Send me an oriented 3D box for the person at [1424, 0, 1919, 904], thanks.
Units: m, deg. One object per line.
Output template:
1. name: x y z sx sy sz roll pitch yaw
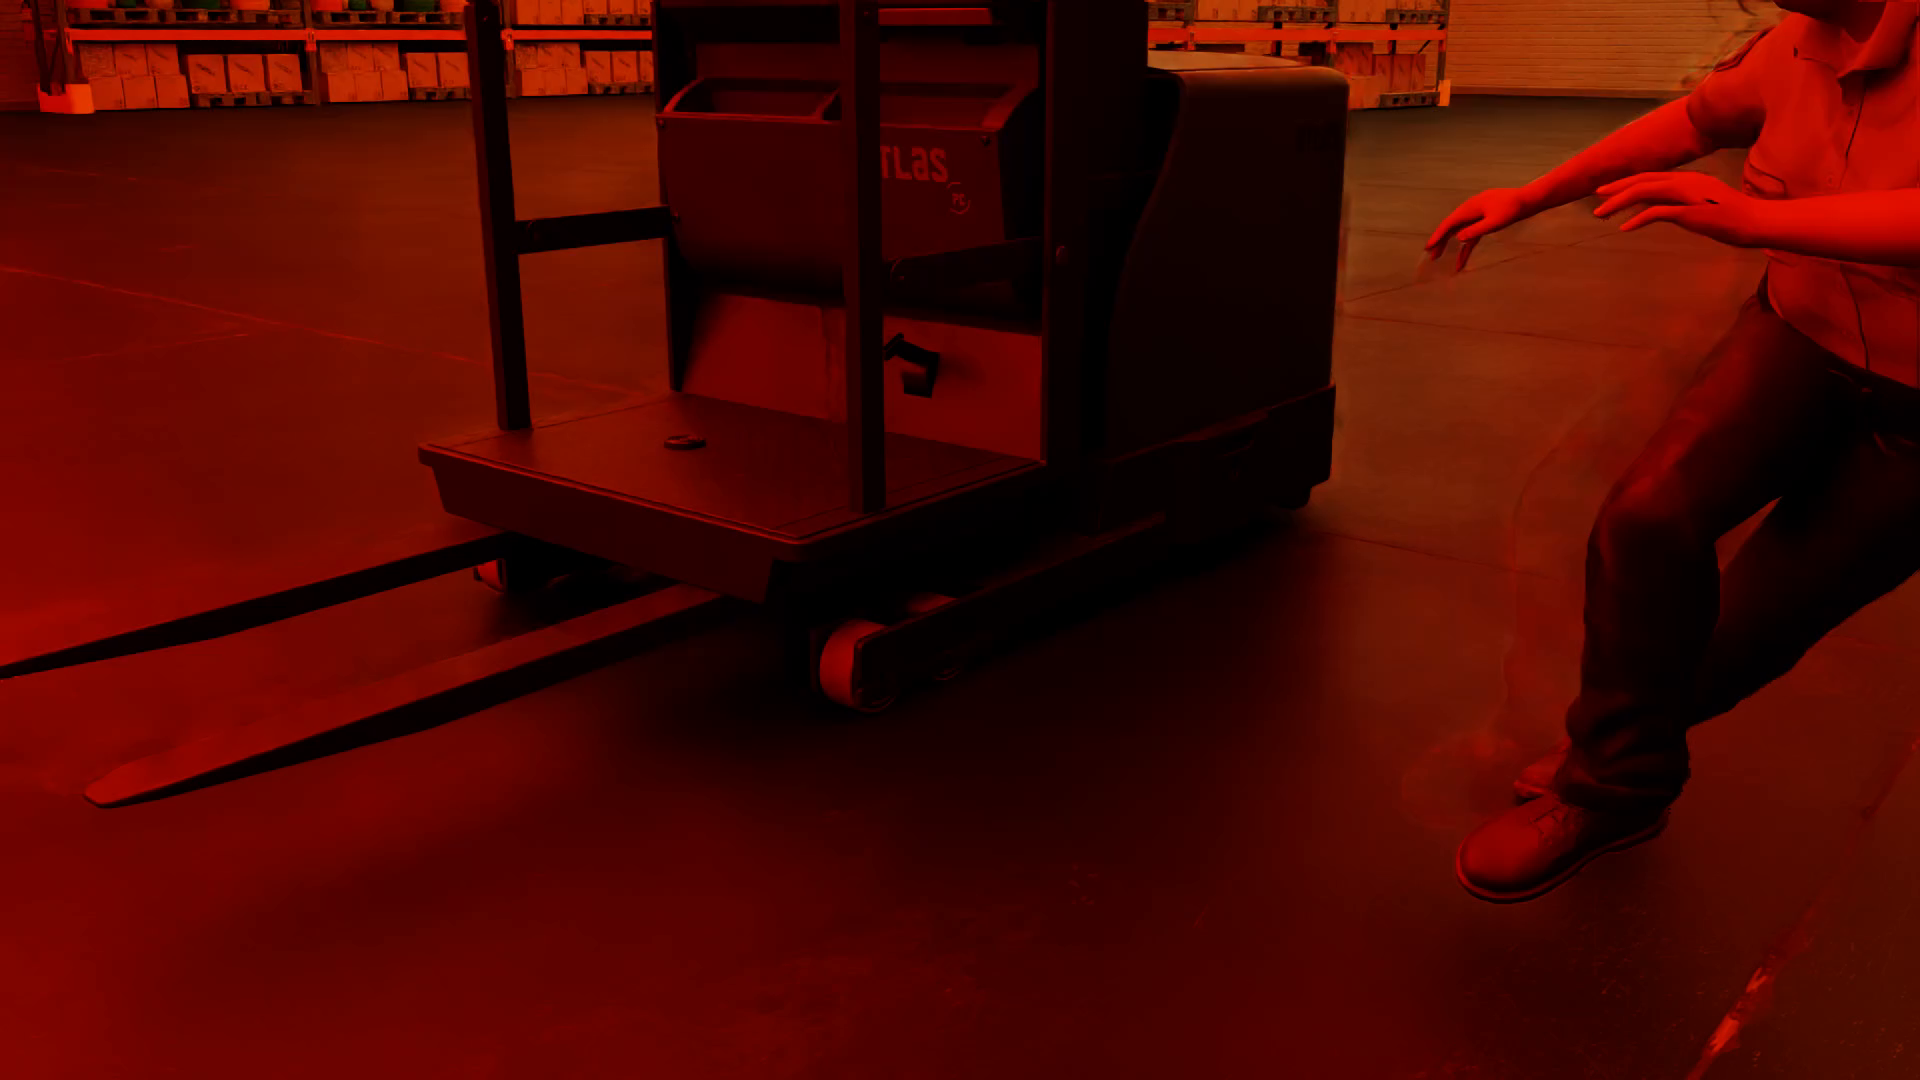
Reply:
1. person: 0.942 -0.177 2.097 0.878 1.418 0.922 -12 20 -34

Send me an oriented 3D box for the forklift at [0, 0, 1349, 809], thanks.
1. forklift: -0.378 -1.259 3.044 1.130 2.935 3.031 13 21 37
